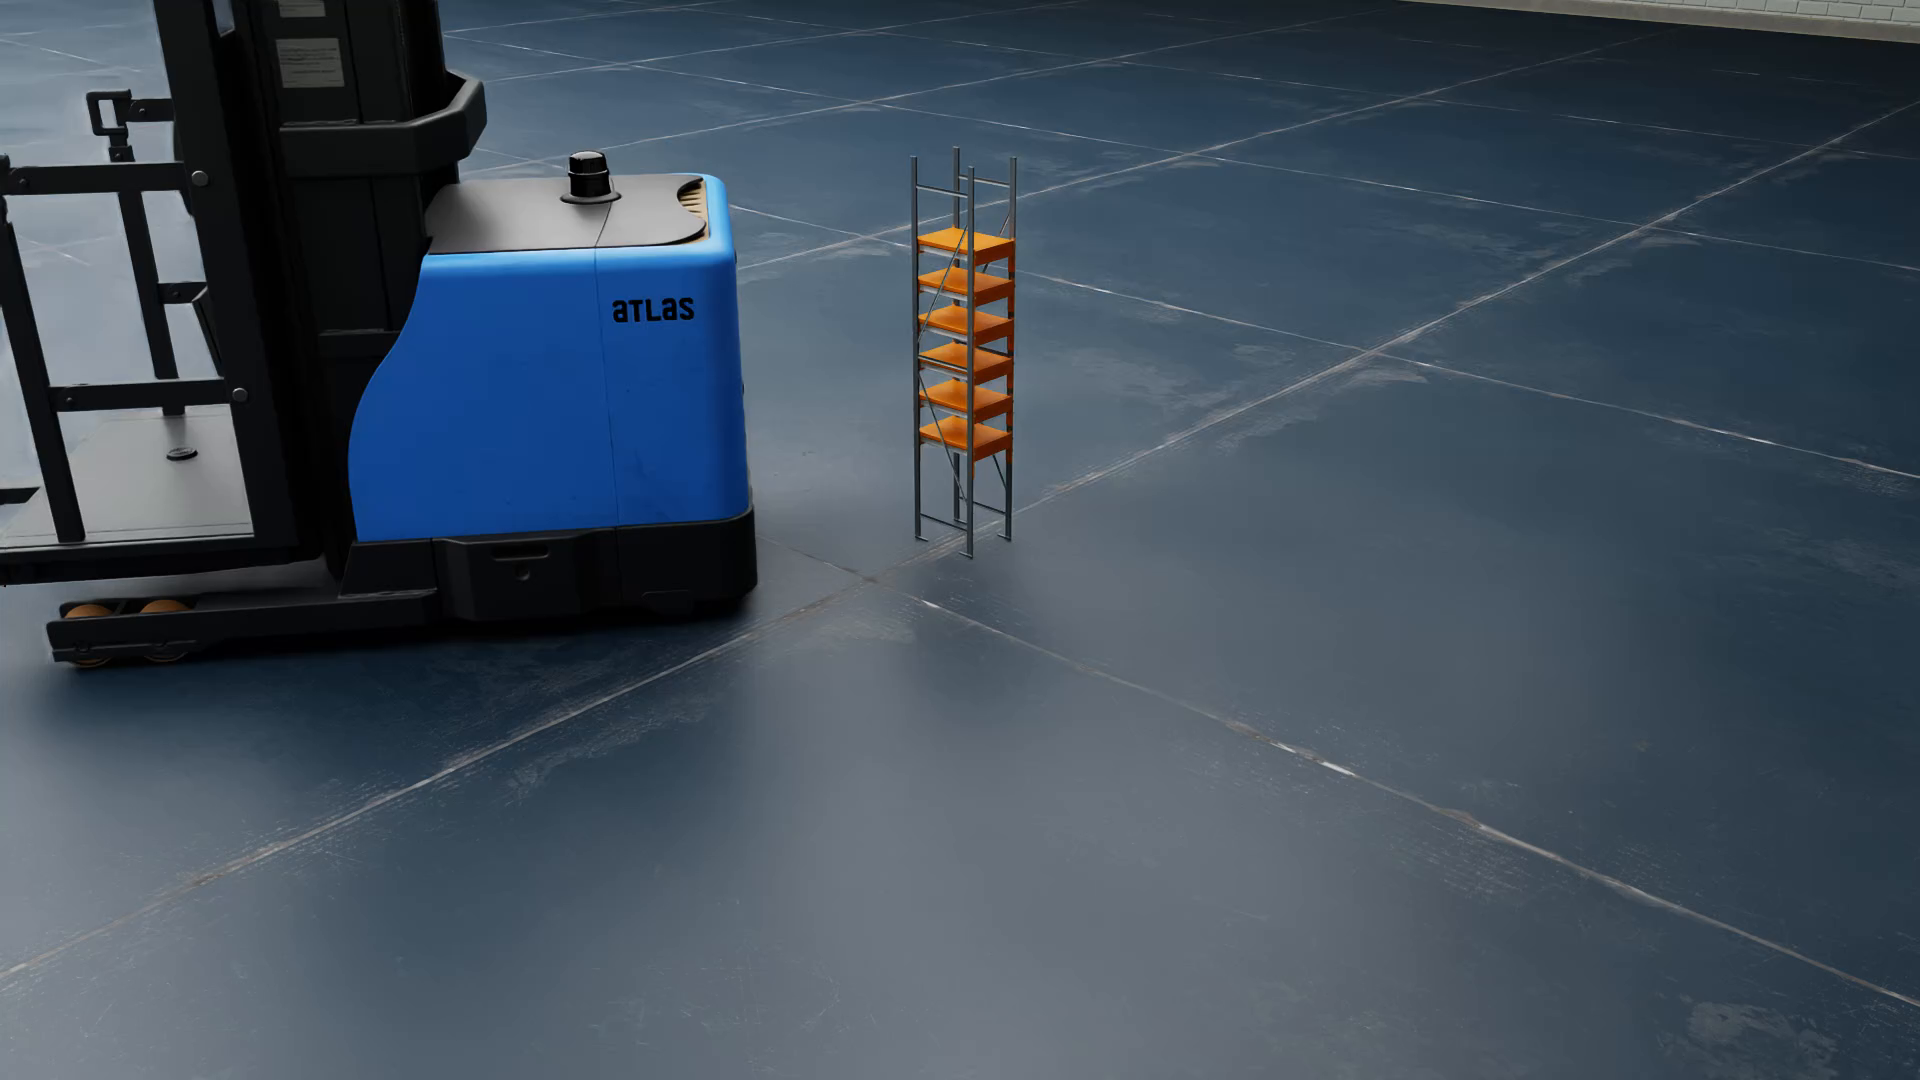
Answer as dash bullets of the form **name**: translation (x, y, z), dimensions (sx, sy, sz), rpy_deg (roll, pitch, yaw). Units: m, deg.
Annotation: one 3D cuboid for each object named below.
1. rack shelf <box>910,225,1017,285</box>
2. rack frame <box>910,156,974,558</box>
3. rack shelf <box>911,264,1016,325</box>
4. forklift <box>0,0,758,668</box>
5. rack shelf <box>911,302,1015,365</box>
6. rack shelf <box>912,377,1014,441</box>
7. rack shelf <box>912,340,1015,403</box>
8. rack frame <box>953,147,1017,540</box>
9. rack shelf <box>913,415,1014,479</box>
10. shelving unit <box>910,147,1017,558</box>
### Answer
- **rack shelf**: translation (0.010, -0.840, 4.885), dimensions (0.258, 0.103, 0.180), rpy_deg (20, 31, 38)
- **rack frame**: translation (-0.051, -0.524, 4.952), dimensions (0.240, 1.200, 0.006), rpy_deg (20, 31, 38)
- **rack shelf**: translation (0.010, -0.730, 4.934), dimensions (0.258, 0.103, 0.180), rpy_deg (20, 31, 38)
- **forklift**: translation (-2.147, -1.225, 4.400), dimensions (3.031, 2.935, 1.130), rpy_deg (-4, 24, -8)
- **rack shelf**: translation (0.010, -0.621, 4.983), dimensions (0.258, 0.103, 0.180), rpy_deg (20, 31, 38)
- **rack shelf**: translation (0.010, -0.402, 5.082), dimensions (0.258, 0.103, 0.180), rpy_deg (20, 31, 38)
- **rack shelf**: translation (0.010, -0.511, 5.033), dimensions (0.258, 0.103, 0.180), rpy_deg (20, 31, 38)
- **rack frame**: translation (0.071, -0.580, 5.077), dimensions (0.240, 1.200, 0.006), rpy_deg (20, 31, 38)
- **rack shelf**: translation (0.010, -0.292, 5.131), dimensions (0.258, 0.103, 0.180), rpy_deg (20, 31, 38)
- **shelving unit**: translation (0.010, -0.552, 5.014), dimensions (0.258, 1.200, 0.189), rpy_deg (20, 31, 38)
